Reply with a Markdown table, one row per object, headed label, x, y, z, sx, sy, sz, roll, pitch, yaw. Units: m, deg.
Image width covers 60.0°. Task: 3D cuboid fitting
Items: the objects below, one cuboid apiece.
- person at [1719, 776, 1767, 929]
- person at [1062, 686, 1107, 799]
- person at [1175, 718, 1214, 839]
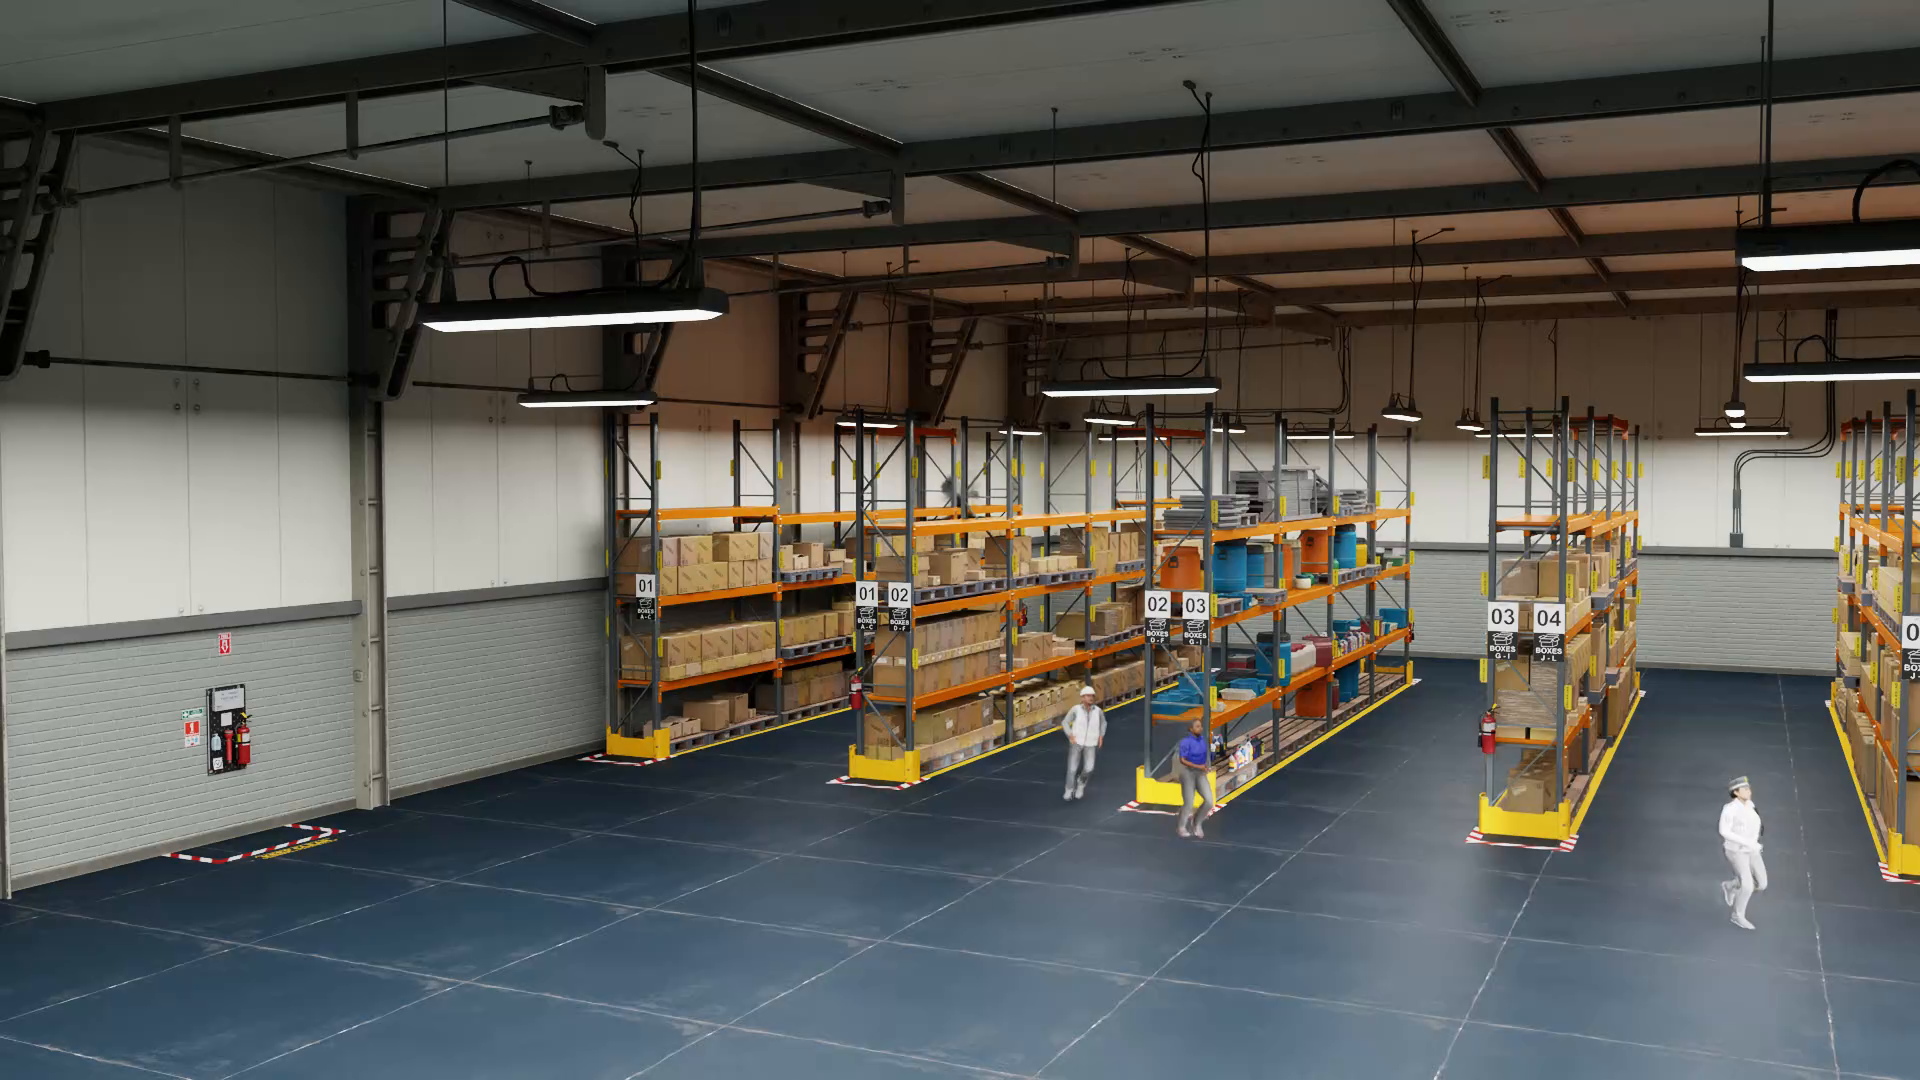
| label | x | y | z | sx | sy | sz | roll | pitch | yaw |
| --- | --- | --- | --- | --- | --- | --- | --- | --- | --- |
| person | 8.613 | 3.419 | 18.316 | 0.645 | 1.666 | 0.590 | -1 | 3 | -31 |
| person | 1.897 | 3.079 | 25.178 | 0.712 | 1.720 | 0.584 | 0 | 2 | -3 |
| person | 3.213 | 3.267 | 22.552 | 0.597 | 1.621 | 0.674 | -2 | 3 | -34 |
